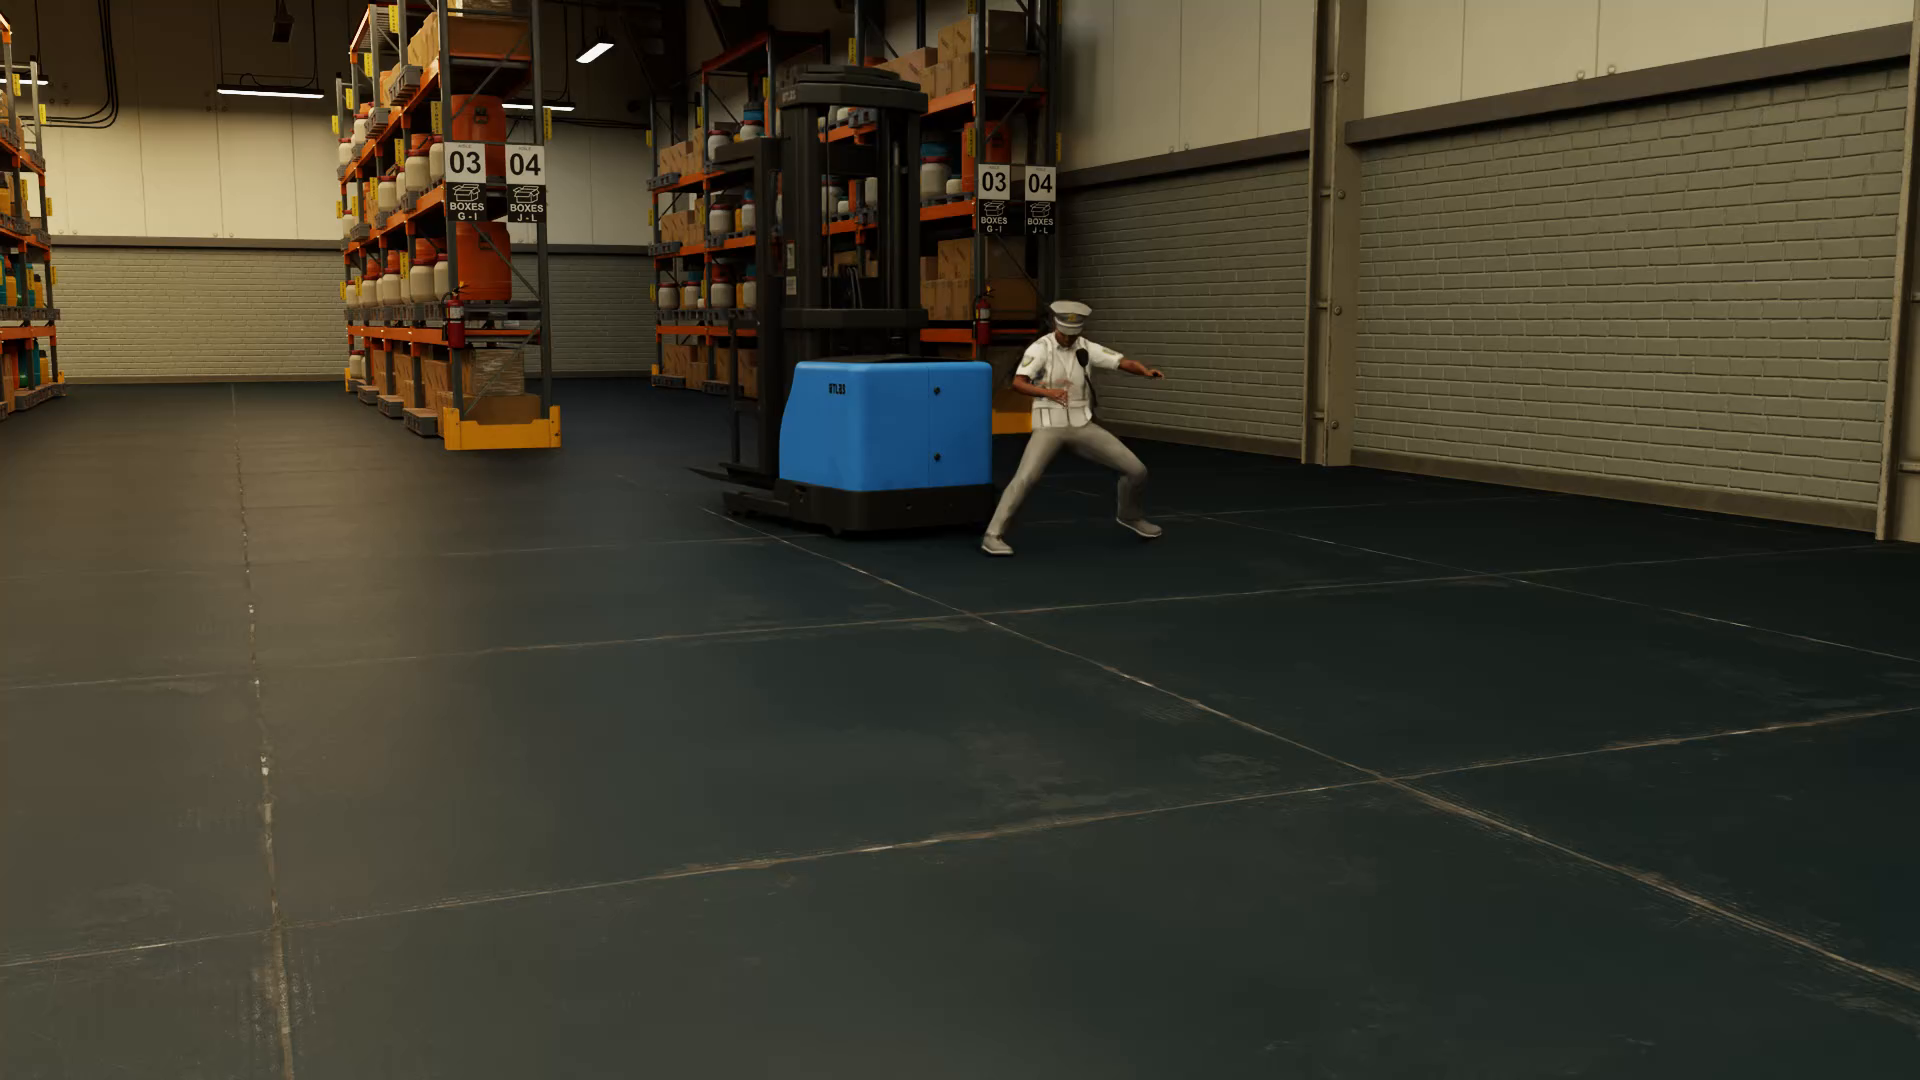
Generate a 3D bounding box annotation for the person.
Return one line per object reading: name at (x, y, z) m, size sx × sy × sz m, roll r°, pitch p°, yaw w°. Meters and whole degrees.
person at (0.694, -0.675, 9.723) m, size 1.224 × 1.438 × 0.673 m, roll -2°, pitch 8°, yaw -14°

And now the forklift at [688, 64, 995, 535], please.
forklift at (-0.981, -1.633, 11.327) m, size 1.130 × 2.935 × 3.031 m, roll -5°, pitch 9°, yaw -31°
